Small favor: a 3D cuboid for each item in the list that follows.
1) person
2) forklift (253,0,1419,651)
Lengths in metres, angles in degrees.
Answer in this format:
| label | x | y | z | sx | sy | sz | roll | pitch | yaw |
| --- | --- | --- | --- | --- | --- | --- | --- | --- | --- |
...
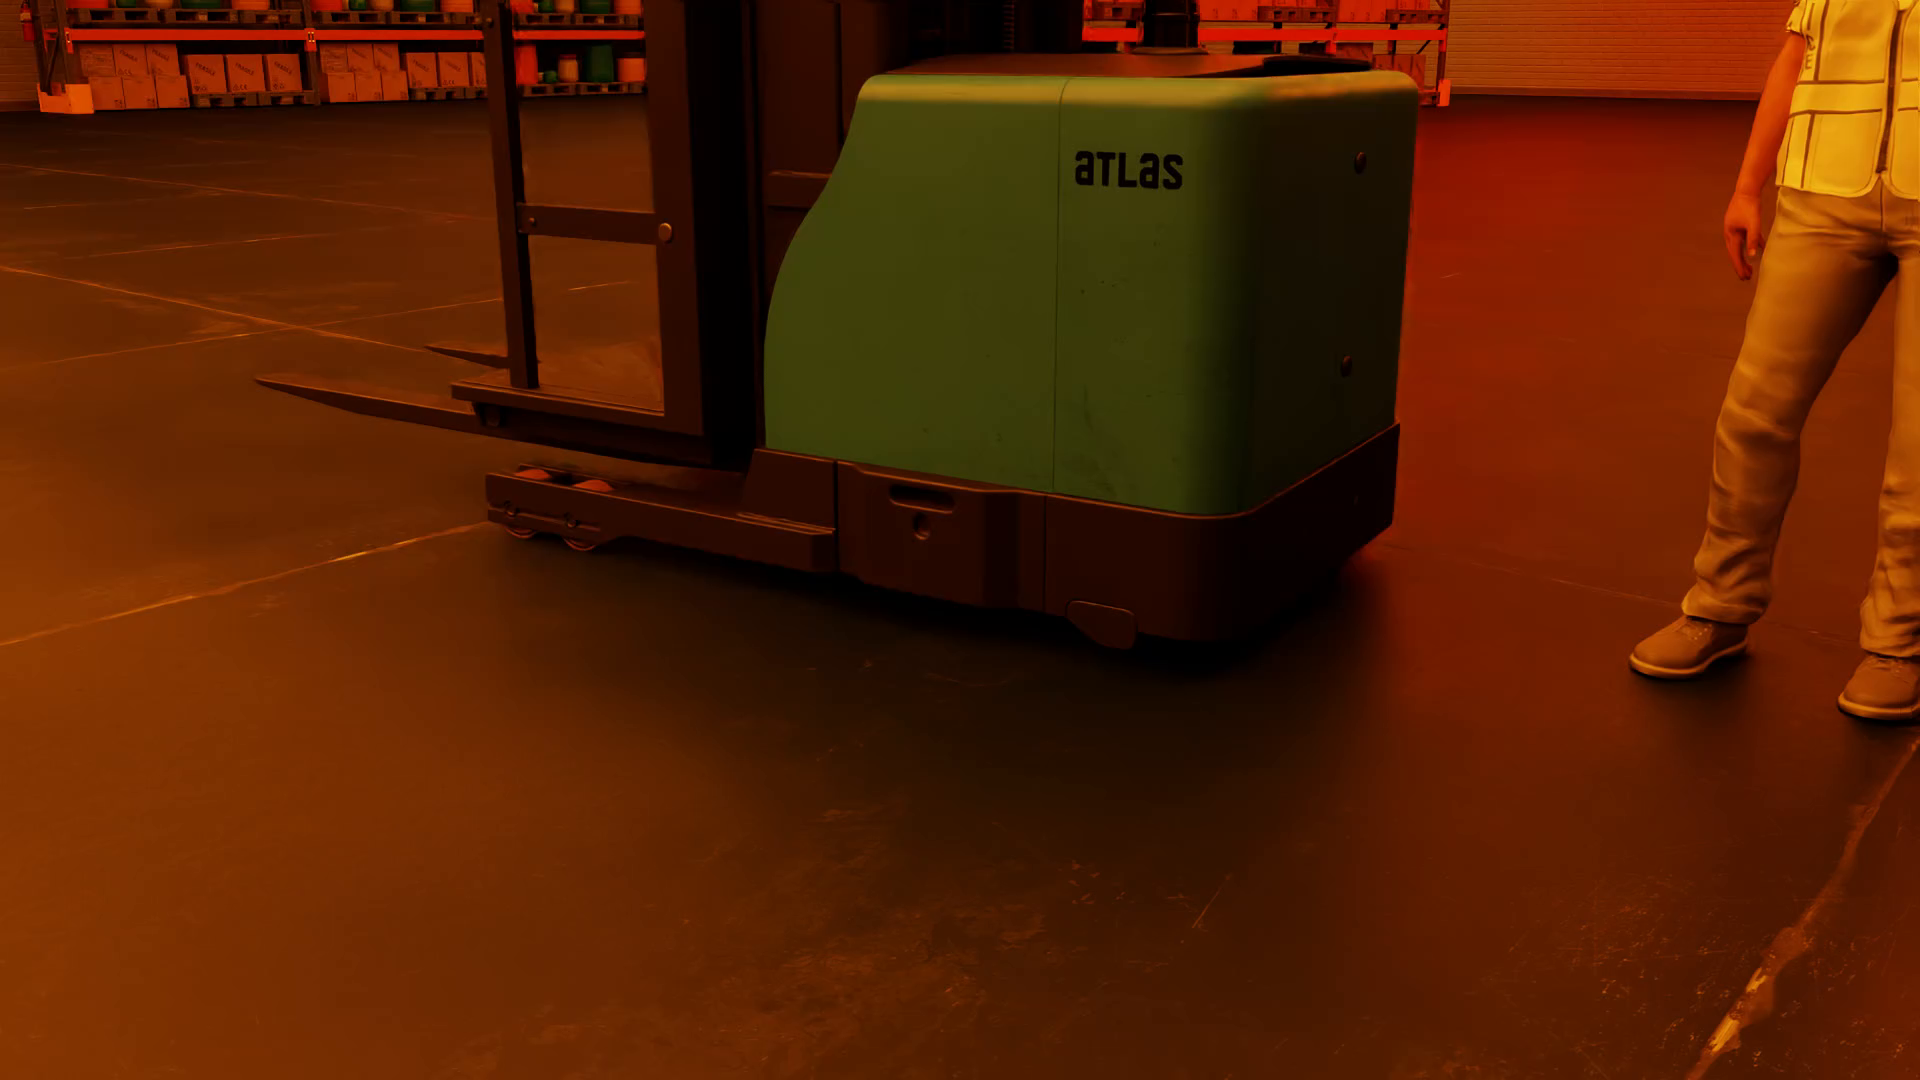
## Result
| label | x | y | z | sx | sy | sz | roll | pitch | yaw |
| --- | --- | --- | --- | --- | --- | --- | --- | --- | --- |
| person | 1.608 | -0.541 | 2.854 | 0.588 | 1.670 | 0.478 | 16 | 23 | 42 |
| forklift | -0.526 | -1.494 | 3.817 | 3.031 | 2.935 | 1.130 | 10 | 20 | 30 |
